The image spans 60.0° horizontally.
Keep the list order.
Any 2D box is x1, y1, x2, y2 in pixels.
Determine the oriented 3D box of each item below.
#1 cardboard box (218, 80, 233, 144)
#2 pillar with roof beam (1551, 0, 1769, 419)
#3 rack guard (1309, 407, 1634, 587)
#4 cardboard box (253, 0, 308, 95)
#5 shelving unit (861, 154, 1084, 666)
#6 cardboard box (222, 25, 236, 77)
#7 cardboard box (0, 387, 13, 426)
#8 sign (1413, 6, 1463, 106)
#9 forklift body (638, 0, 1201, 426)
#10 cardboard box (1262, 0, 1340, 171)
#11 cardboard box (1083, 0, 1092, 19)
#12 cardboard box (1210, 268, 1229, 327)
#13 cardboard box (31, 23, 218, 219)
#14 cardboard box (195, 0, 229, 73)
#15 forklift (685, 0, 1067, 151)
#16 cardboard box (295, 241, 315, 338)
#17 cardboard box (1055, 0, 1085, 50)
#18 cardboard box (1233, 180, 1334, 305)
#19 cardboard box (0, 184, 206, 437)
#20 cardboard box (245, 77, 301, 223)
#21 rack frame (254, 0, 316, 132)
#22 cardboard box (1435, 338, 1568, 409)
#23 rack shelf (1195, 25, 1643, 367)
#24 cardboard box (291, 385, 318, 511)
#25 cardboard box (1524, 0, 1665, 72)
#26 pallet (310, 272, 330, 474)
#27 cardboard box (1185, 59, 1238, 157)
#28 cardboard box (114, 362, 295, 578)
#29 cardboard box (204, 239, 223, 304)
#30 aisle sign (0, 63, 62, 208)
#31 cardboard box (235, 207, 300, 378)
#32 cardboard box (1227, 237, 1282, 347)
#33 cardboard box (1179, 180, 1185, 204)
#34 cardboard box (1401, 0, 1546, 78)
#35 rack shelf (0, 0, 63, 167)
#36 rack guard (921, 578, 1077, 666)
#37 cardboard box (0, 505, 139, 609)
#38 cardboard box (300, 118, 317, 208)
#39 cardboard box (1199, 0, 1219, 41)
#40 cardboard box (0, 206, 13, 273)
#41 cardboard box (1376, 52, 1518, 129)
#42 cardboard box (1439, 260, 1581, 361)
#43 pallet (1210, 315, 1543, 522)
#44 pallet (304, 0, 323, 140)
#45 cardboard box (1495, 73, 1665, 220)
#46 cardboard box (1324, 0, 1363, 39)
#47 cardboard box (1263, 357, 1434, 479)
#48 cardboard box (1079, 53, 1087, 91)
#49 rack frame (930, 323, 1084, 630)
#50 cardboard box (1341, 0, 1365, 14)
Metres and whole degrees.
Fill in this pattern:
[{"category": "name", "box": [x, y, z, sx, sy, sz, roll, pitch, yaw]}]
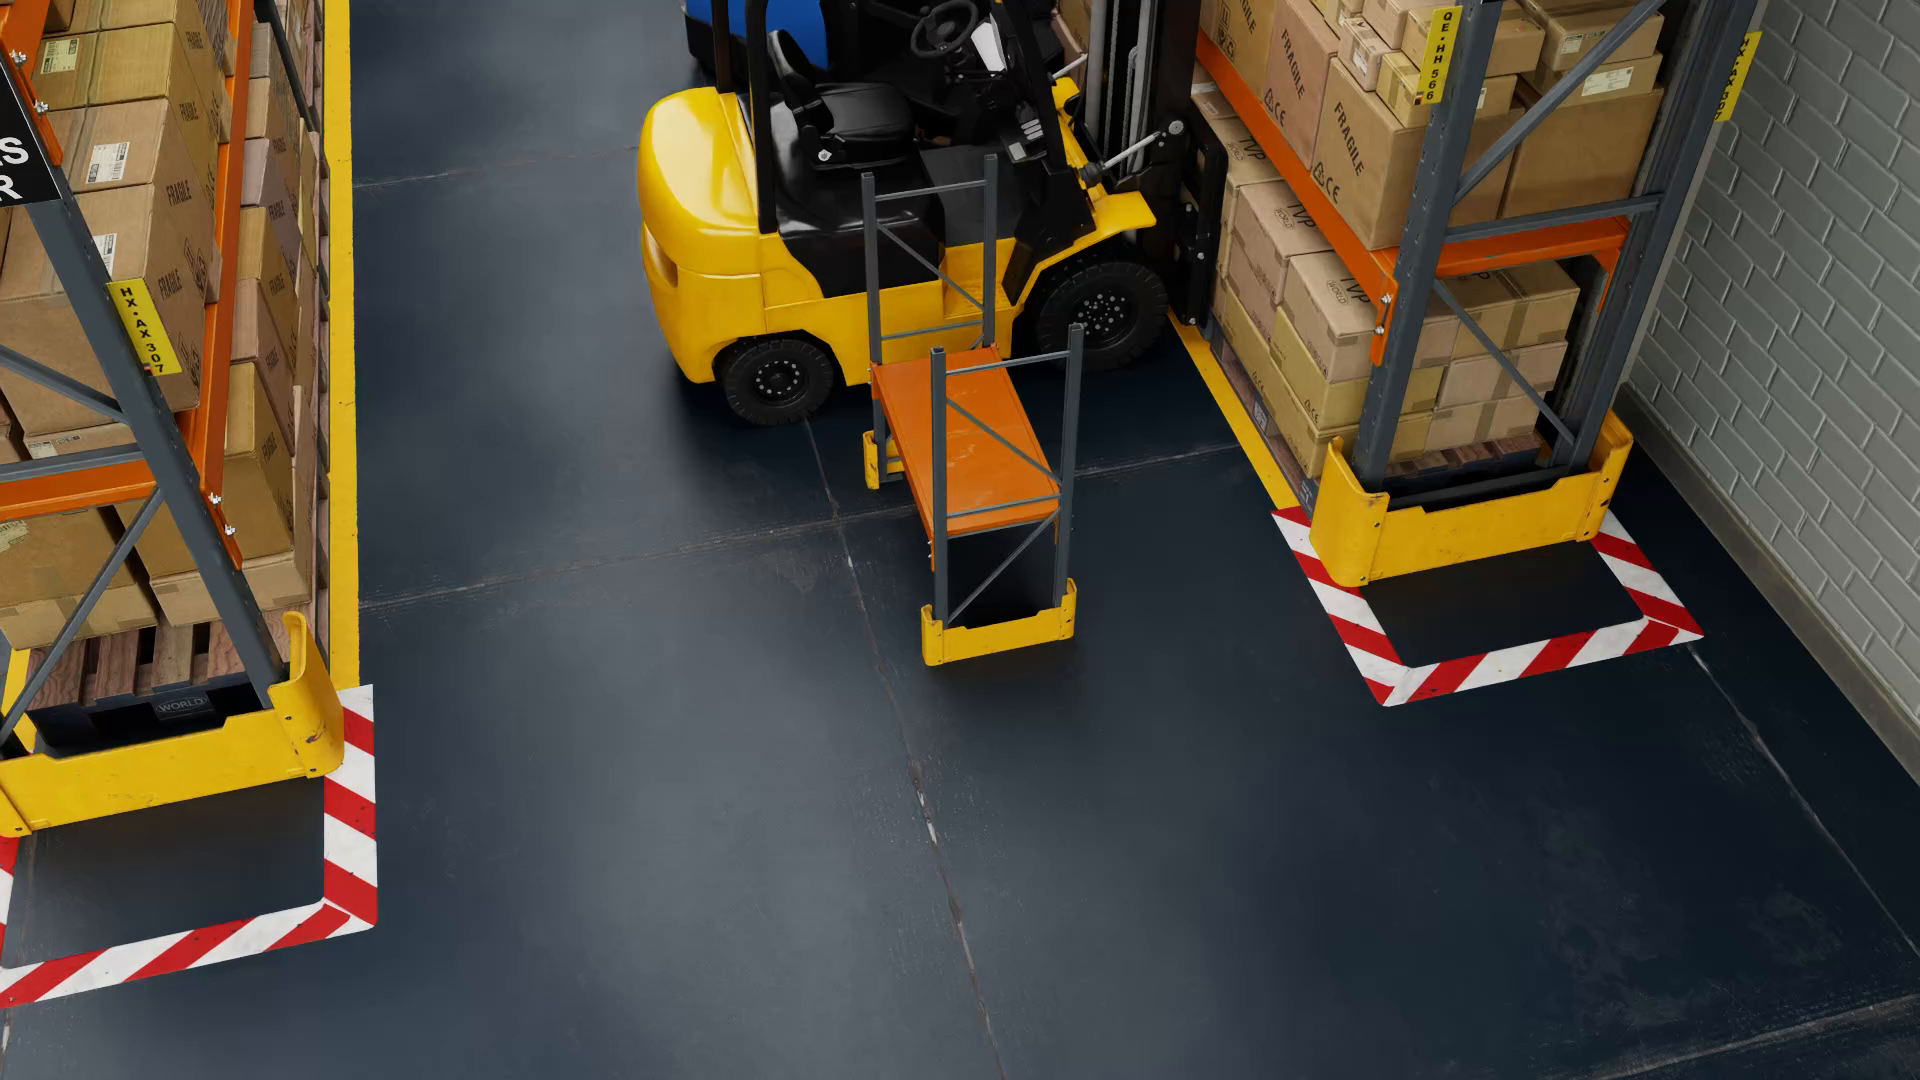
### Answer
[{"category": "cardboard box", "box": [-3.037, -1.638, 6.431, 0.380, 0.149, 0.250, -10, 46, -10]}, {"category": "pillar with roof beam", "box": [-1.462, -3.053, 3.441, 9.100, 9.000, 0.400, -11, 47, -10]}, {"category": "rack guard", "box": [2.012, -0.203, 6.599, 1.175, 0.500, 0.348, -11, 47, -10]}, {"category": "cardboard box", "box": [-3.952, -2.535, 8.680, 0.950, 0.372, 0.625, -10, 46, -10]}, {"category": "shelving unit", "box": [0.020, -0.472, 6.163, 0.587, 1.500, 1.083, -11, 47, -10]}, {"category": "cardboard box", "box": [-3.175, -1.991, 6.777, 0.380, 0.149, 0.250, -11, 47, -11]}, {"category": "cardboard box", "box": [-3.196, -0.648, 5.006, 0.500, 0.500, 0.500, -11, 47, -11]}, {"category": "sign", "box": [1.478, -1.493, 5.136, 0.100, 0.325, 0.005, -11, 47, -10]}, {"category": "forklift body", "box": [-0.243, -1.773, 6.982, 2.313, 2.155, 1.214, -11, 47, -10]}, {"category": "cardboard box", "box": [1.503, -1.781, 6.325, 0.500, 0.500, 0.500, -9, 46, -9]}, {"category": "cardboard box", "box": [0.924, -2.644, 8.172, 0.500, 0.250, 0.500, -11, 47, -10]}, {"category": "cardboard box", "box": [1.343, -1.238, 7.494, 0.500, 0.250, 0.500, -10, 46, -10]}, {"category": "cardboard box", "box": [-2.912, -1.410, 5.753, 0.500, 0.500, 0.500, -12, 47, -11]}, {"category": "cardboard box", "box": [-3.185, -2.112, 6.441, 0.500, 0.500, 0.500, -10, 46, -9]}, {"category": "forklift", "box": [-0.031, -3.381, 8.012, 3.031, 2.935, 1.130, 28, 52, 24]}, {"category": "cardboard box", "box": [-3.132, -1.054, 7.314, 0.500, 0.250, 0.500, -10, 46, -10]}, {"category": "cardboard box", "box": [0.808, -2.825, 8.700, 0.500, 0.250, 0.500, -11, 47, -11]}, {"category": "cardboard box", "box": [1.450, -1.241, 6.797, 0.500, 0.250, 0.500, -10, 46, -10]}, {"category": "cardboard box", "box": [-2.644, -0.701, 5.059, 0.500, 0.500, 0.500, -11, 47, -11]}, {"category": "cardboard box", "box": [-3.272, -1.683, 7.405, 0.500, 0.500, 0.500, -10, 46, -10]}, {"category": "rack frame", "box": [-3.815, -2.946, 7.537, 1.000, 3.000, 0.127, -11, 47, -10]}, {"category": "cardboard box", "box": [2.087, -0.817, 6.731, 0.500, 0.250, 0.500, -10, 46, -10]}, {"category": "rack shelf", "box": [1.494, -2.223, 7.332, 1.077, 0.370, 4.000, -11, 47, -10]}, {"category": "cardboard box", "box": [-2.854, -0.330, 6.604, 0.500, 0.250, 0.500, -9, 46, -9]}, {"category": "cardboard box", "box": [2.127, -1.731, 5.614, 0.380, 0.149, 0.250, -12, 47, -11]}, {"category": "pallet", "box": [-3.293, -0.669, 7.258, 1.003, 0.211, 1.213, -11, 47, -10]}, {"category": "cardboard box", "box": [1.189, -1.939, 7.481, 0.500, 0.250, 0.500, -12, 47, -11]}, {"category": "cardboard box", "box": [-2.737, -0.255, 6.006, 0.500, 0.500, 0.500, -12, 47, -12]}, {"category": "cardboard box", "box": [-2.766, -0.922, 5.729, 0.380, 0.149, 0.250, -10, 46, -10]}, {"category": "aisle sign", "box": [-2.476, -1.108, 3.915, 0.394, 0.787, 0.004, -11, 47, -10]}, {"category": "cardboard box", "box": [-2.995, -0.963, 6.700, 0.500, 0.500, 0.500, -10, 46, -10]}, {"category": "cardboard box", "box": [1.462, -1.081, 6.990, 0.500, 0.250, 0.500, -11, 47, -11]}, {"category": "cardboard box", "box": [1.184, -1.780, 7.675, 0.500, 0.250, 0.500, -11, 47, -10]}, {"category": "cardboard box", "box": [1.711, -1.669, 5.553, 0.380, 0.149, 0.250, -11, 47, -10]}, {"category": "rack shelf", "box": [-3.303, -2.363, 5.369, 1.077, 0.370, 4.000, -11, 47, -10]}, {"category": "rack guard", "box": [0.147, 0.309, 6.272, 0.587, 0.250, 0.087, -11, 47, -10]}, {"category": "cardboard box", "box": [-3.248, -0.137, 5.890, 0.500, 0.500, 0.500, -10, 46, -10]}, {"category": "cardboard box", "box": [-3.404, -1.771, 8.017, 0.500, 0.250, 0.500, -9, 46, -9]}, {"category": "cardboard box", "box": [1.232, -2.480, 7.010, 0.500, 0.500, 0.500, -10, 46, -10]}, {"category": "cardboard box", "box": [-3.133, -0.986, 4.638, 0.700, 0.500, 0.500, -12, 47, -11]}, {"category": "cardboard box", "box": [1.647, -1.545, 5.639, 0.380, 0.149, 0.250, -10, 46, -10]}, {"category": "cardboard box", "box": [2.066, -0.995, 6.556, 0.500, 0.250, 0.500, -11, 47, -11]}, {"category": "pallet", "box": [1.770, -0.639, 7.228, 1.003, 0.211, 1.213, -11, 47, -10]}, {"category": "pallet", "box": [-4.016, -2.507, 9.059, 1.003, 0.211, 1.213, -11, 47, -10]}, {"category": "cardboard box", "box": [2.148, -1.522, 6.071, 0.500, 0.500, 0.500, -9, 46, -9]}, {"category": "cardboard box", "box": [1.545, -1.906, 5.993, 0.380, 0.149, 0.250, -10, 46, -10]}, {"category": "cardboard box", "box": [1.581, -0.546, 6.816, 0.500, 0.250, 0.500, -10, 46, -10]}, {"category": "cardboard box", "box": [0.931, -2.298, 8.533, 0.500, 0.250, 0.500, -12, 47, -11]}, {"category": "rack frame", "box": [0.152, -0.115, 5.813, 0.500, 1.500, 0.032, -11, 47, -10]}, {"category": "cardboard box", "box": [1.525, -2.010, 5.887, 0.380, 0.149, 0.250, -10, 46, -9]}]
